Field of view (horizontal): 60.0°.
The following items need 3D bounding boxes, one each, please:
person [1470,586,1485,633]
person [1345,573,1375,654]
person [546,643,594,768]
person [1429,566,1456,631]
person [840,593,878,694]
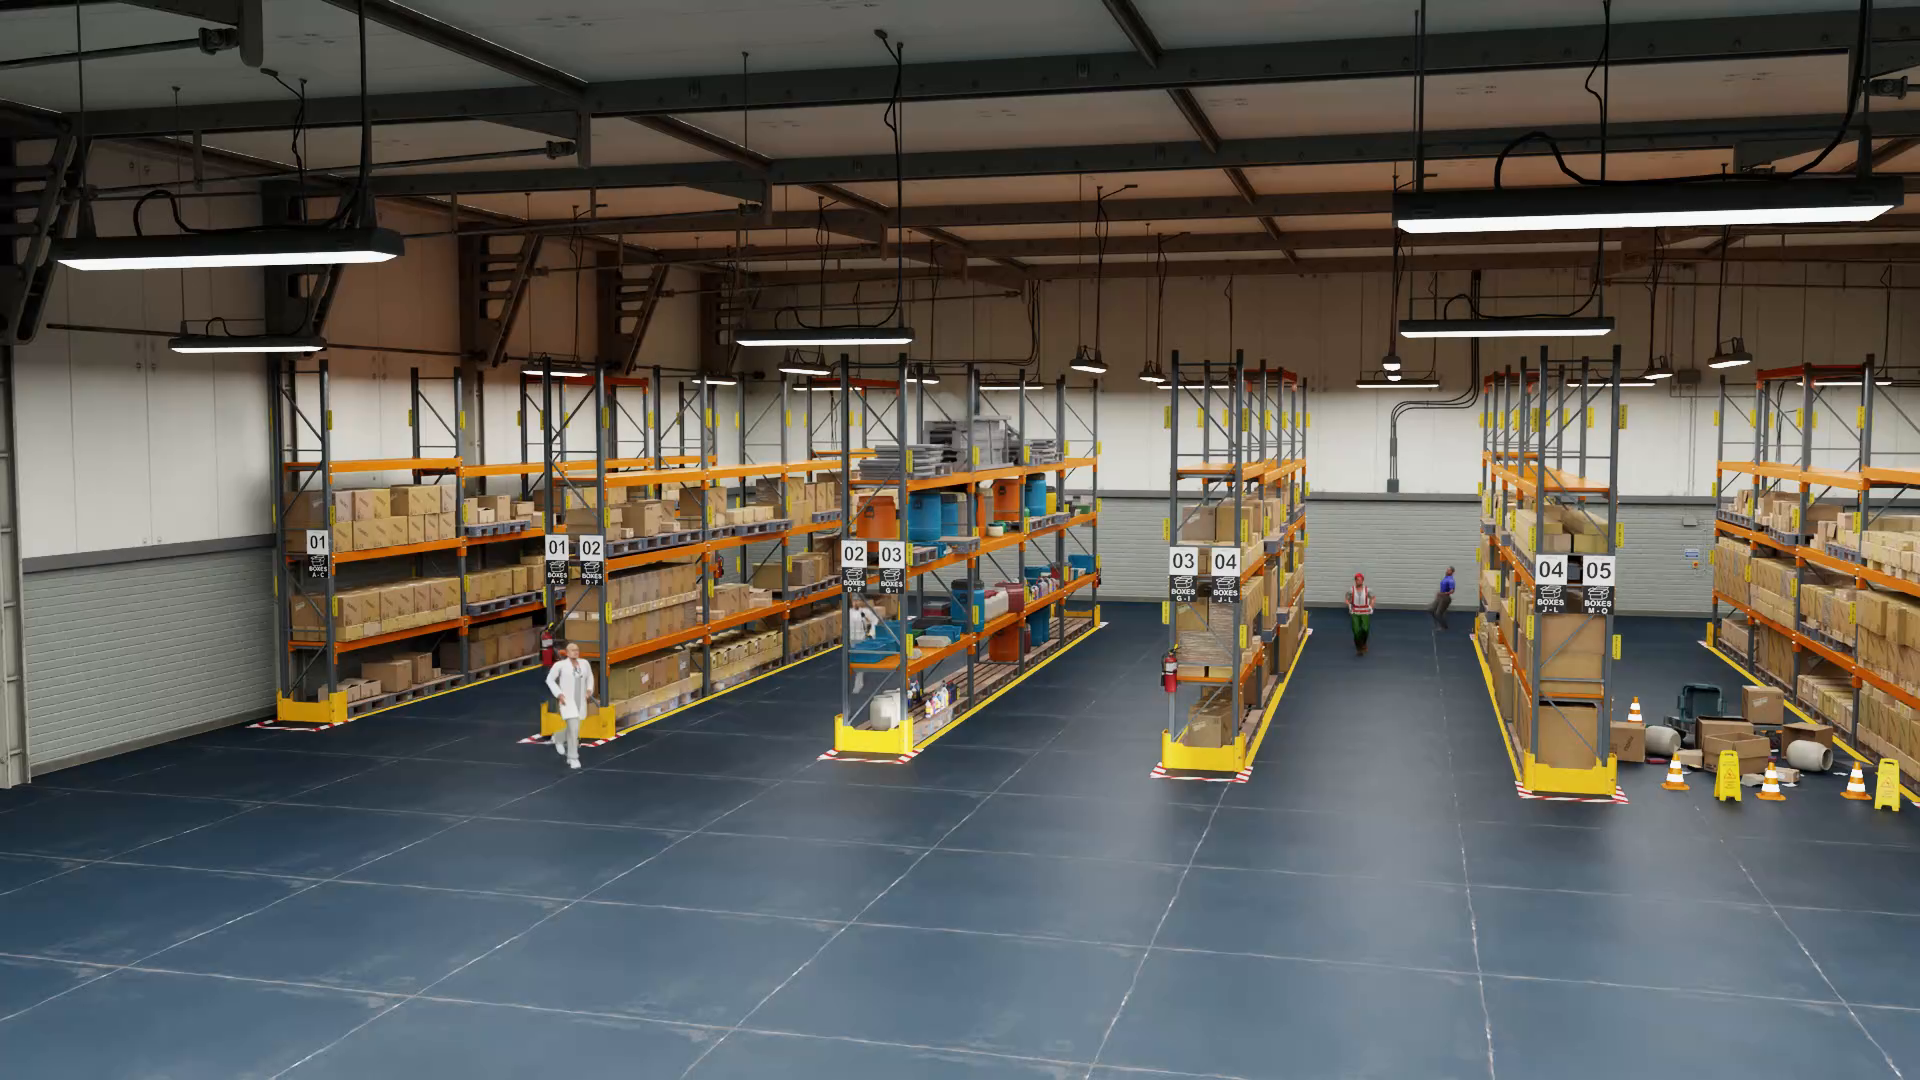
[{"bbox_3d":[12.465,1.361,38.940,0.897,1.733,0.671,1,4,7],"label":"person"},{"bbox_3d":[8.499,1.578,35.335,0.628,1.739,0.574,1,4,13],"label":"person"},{"bbox_3d":[-5.693,2.430,24.281,0.713,1.724,0.852,-4,6,-42],"label":"person"},{"bbox_3d":[11.361,1.384,39.220,0.520,1.571,0.686,0,4,-1],"label":"person"},{"bbox_3d":[-1.782,1.776,28.876,0.605,1.734,0.860,1,4,12],"label":"person"}]
